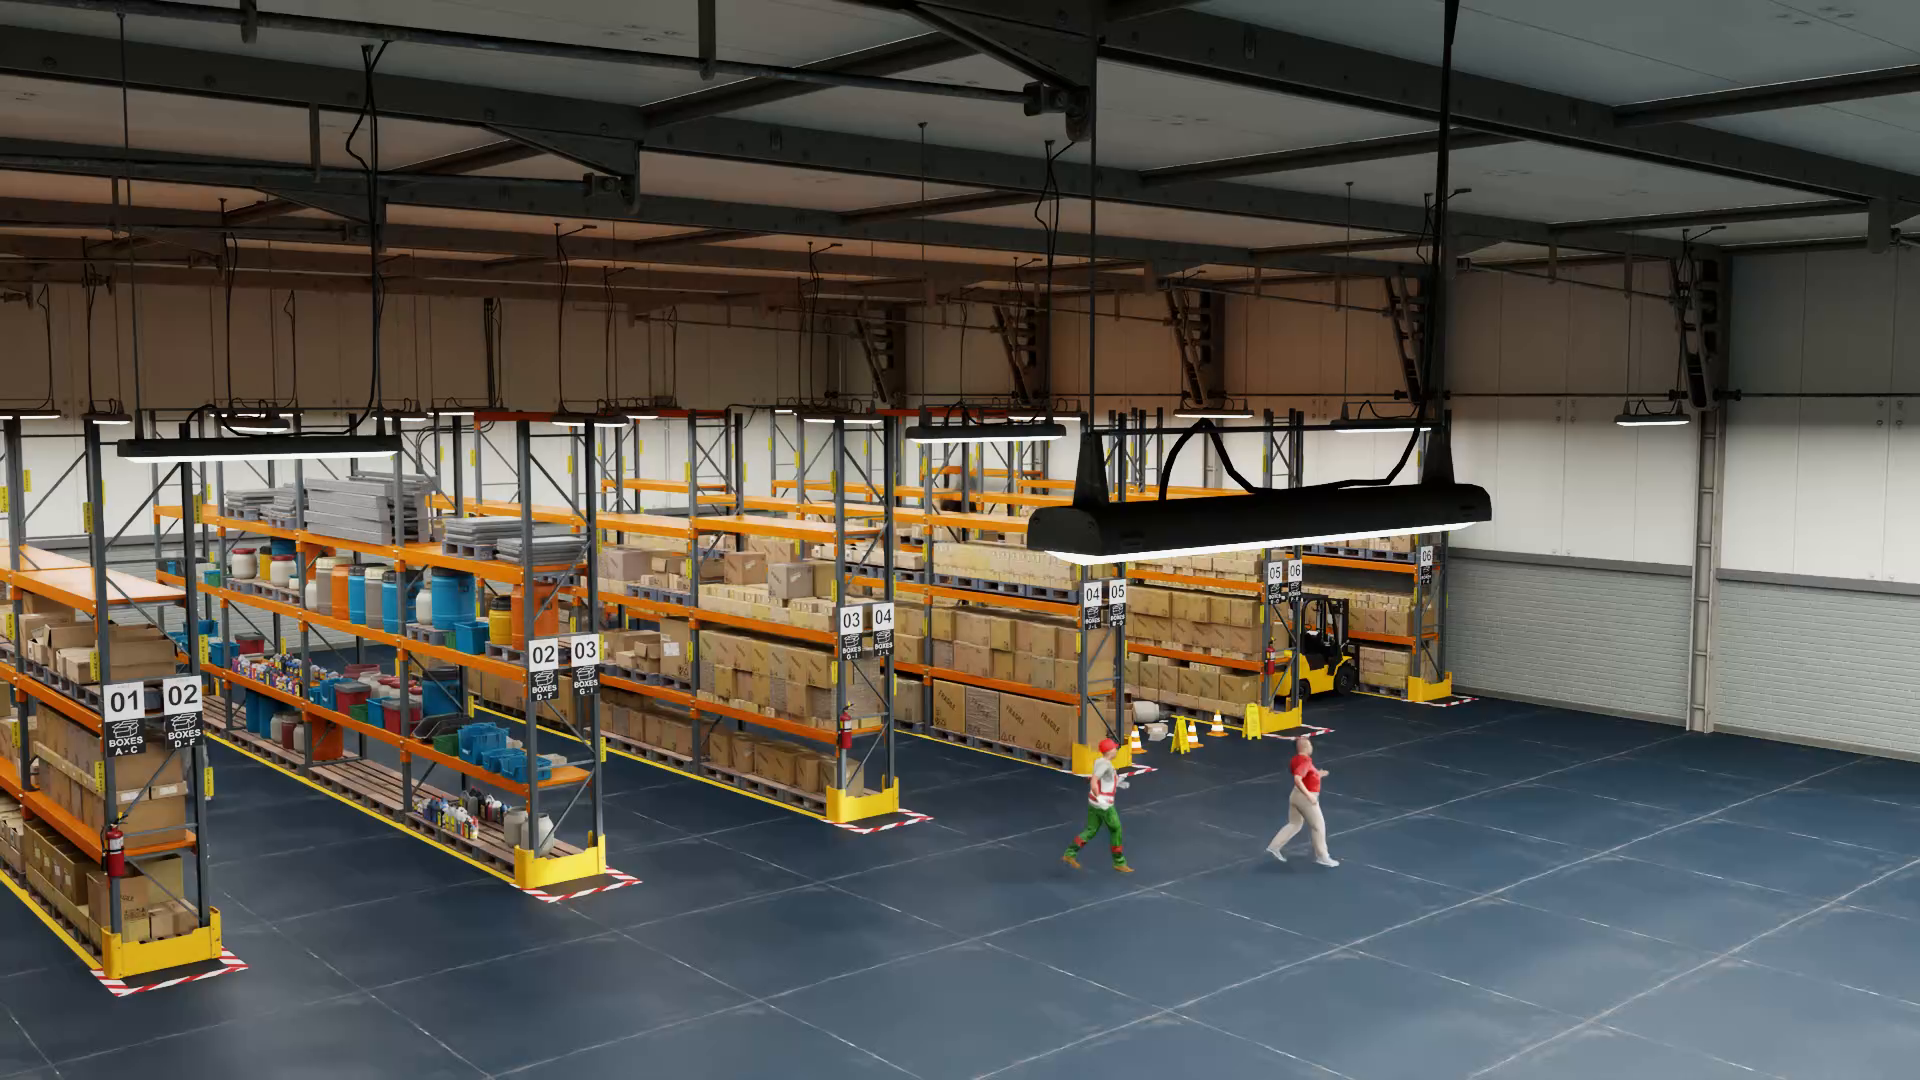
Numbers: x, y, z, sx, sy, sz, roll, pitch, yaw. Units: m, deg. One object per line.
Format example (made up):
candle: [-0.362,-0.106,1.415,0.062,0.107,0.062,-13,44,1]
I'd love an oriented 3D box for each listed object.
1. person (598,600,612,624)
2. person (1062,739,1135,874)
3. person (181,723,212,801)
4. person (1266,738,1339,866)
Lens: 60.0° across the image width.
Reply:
person: [-8.747,1.977,41.181,0.581,1.532,0.557,-2,6,-25]
person: [1.830,3.512,21.914,0.978,1.803,0.597,-1,5,-13]
person: [-12.026,3.194,26.020,0.814,1.703,0.554,4,6,39]
person: [4.588,3.501,22.186,0.976,1.729,0.658,-1,5,-14]
